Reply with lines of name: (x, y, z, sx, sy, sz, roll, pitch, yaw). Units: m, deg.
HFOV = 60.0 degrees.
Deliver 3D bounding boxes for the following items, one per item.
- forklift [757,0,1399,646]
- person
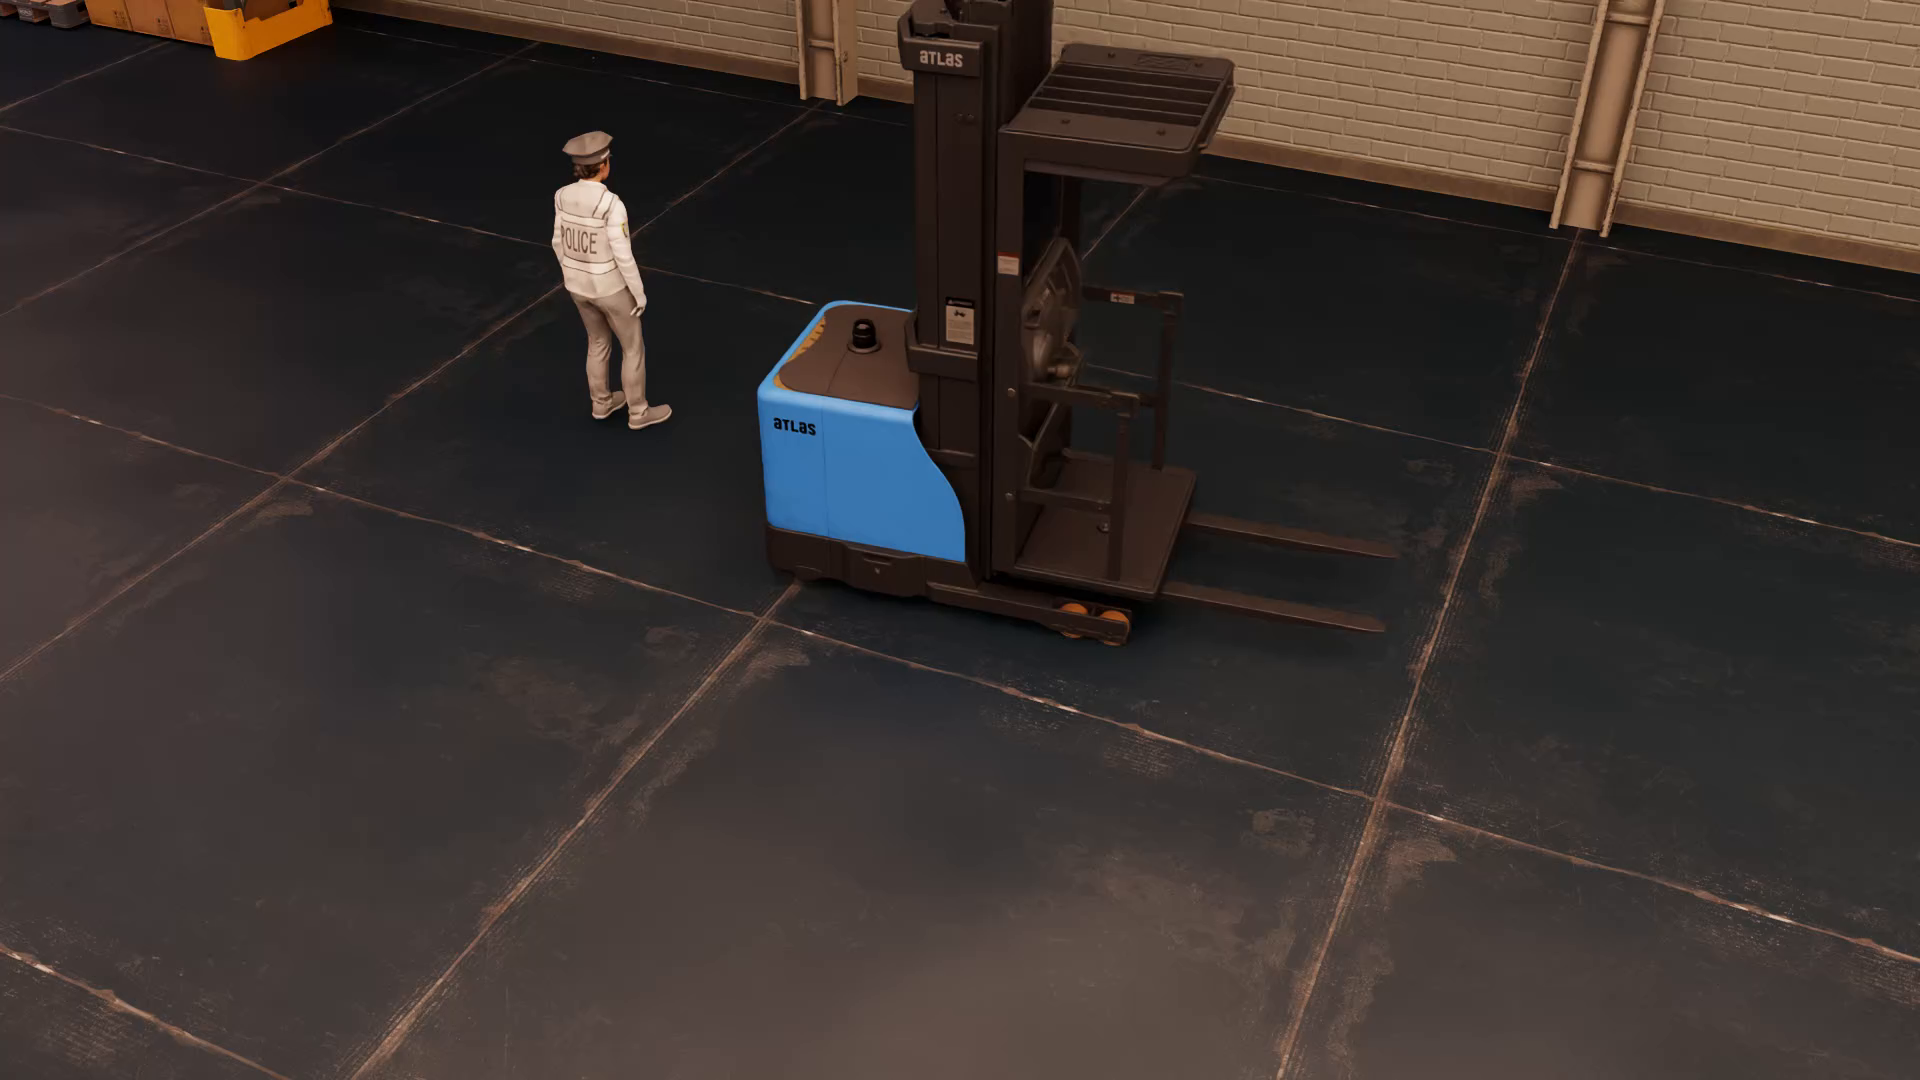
forklift: (0.607, -1.038, 7.541, 3.031, 2.935, 1.130, 10, 37, 14)
person: (-1.957, -1.395, 9.137, 0.529, 1.662, 0.376, 18, 39, 23)
